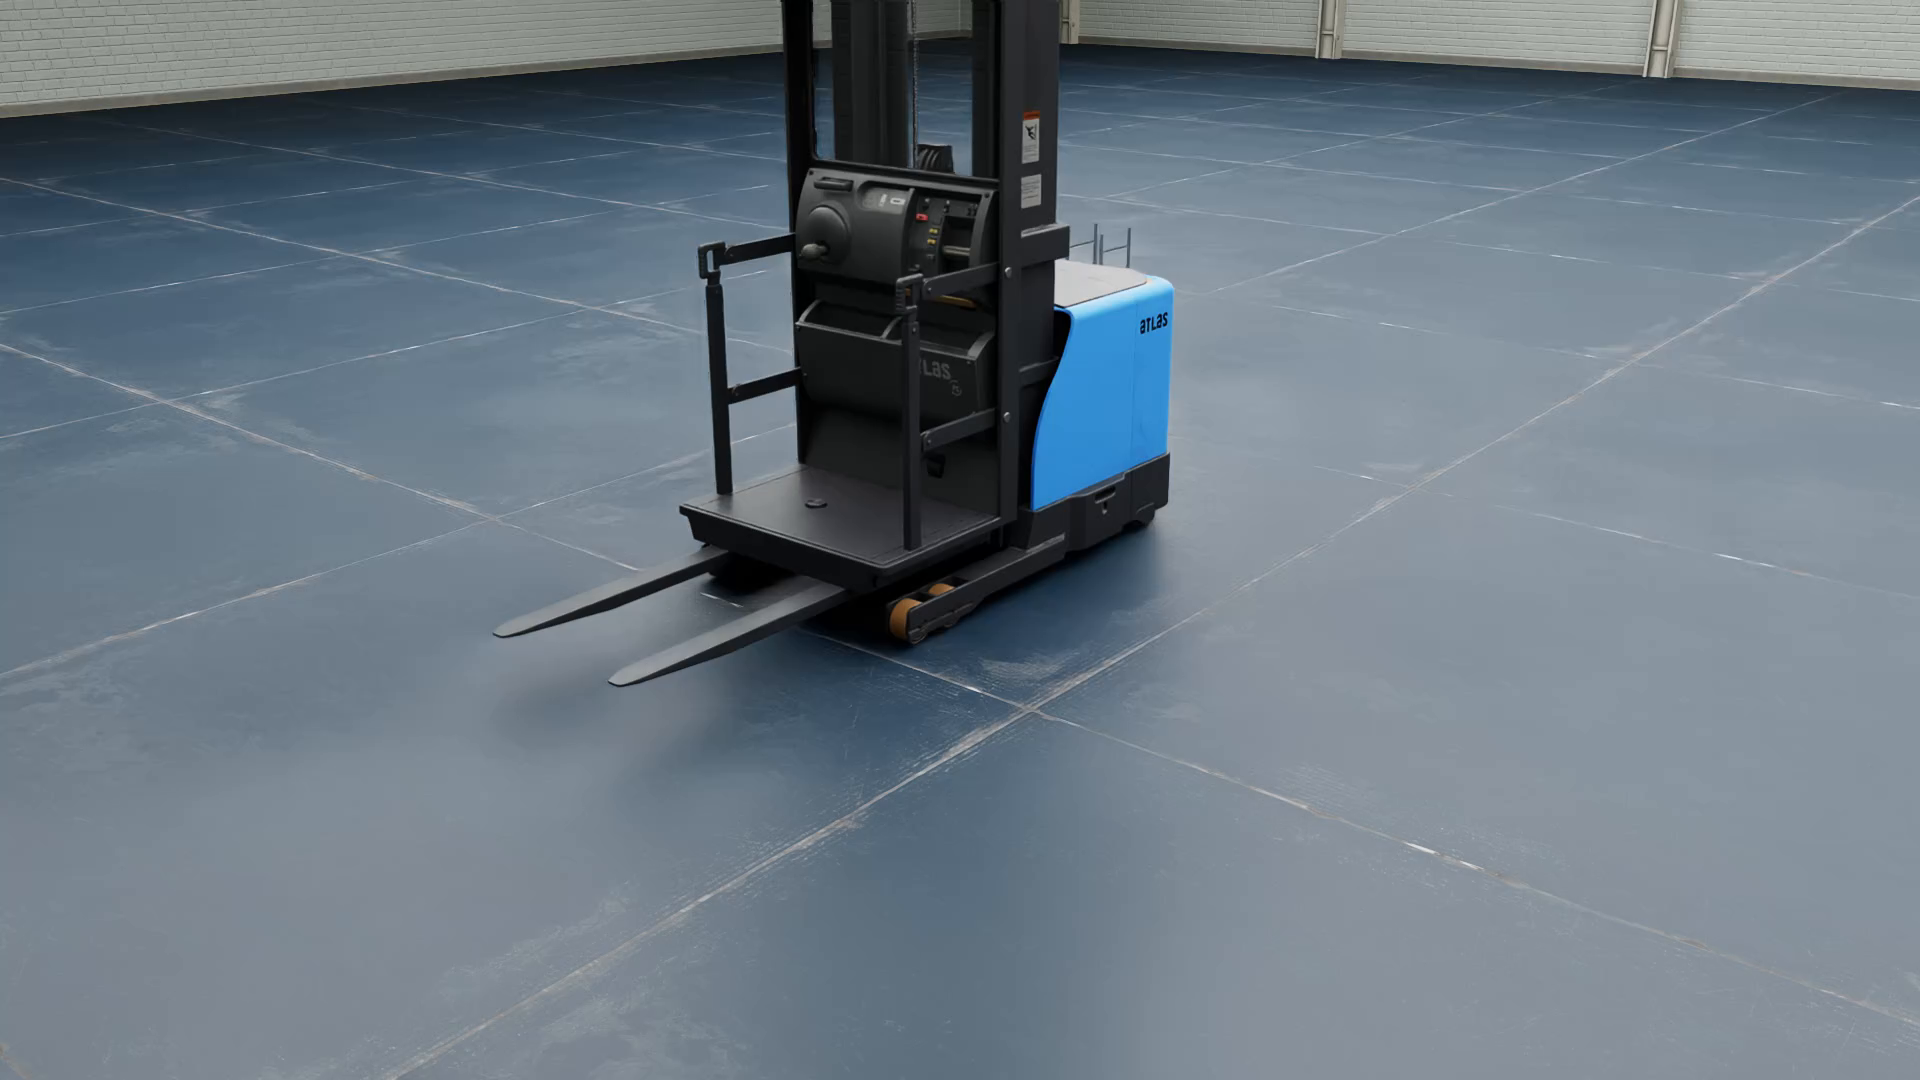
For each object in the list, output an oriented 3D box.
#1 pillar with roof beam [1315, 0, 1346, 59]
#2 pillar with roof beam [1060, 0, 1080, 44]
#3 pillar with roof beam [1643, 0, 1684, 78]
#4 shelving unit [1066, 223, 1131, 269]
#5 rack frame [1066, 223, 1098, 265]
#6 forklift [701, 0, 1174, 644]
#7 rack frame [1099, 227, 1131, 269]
[{"bbox_3d":[4.148,-12.020,26.289,0.400,9.000,9.100,16,26,36],"label":"pillar with roof beam"},{"bbox_3d":[-0.501,-13.359,29.839,0.400,9.000,9.100,16,26,36],"label":"pillar with roof beam"},{"bbox_3d":[8.796,-10.681,22.739,0.400,9.000,9.100,16,26,36],"label":"pillar with roof beam"},{"bbox_3d":[0.625,-0.840,7.696,0.189,1.200,0.258,16,26,36],"label":"shelving unit"},{"bbox_3d":[0.554,-0.861,7.750,0.006,1.200,0.240,16,26,36],"label":"rack frame"},{"bbox_3d":[-0.391,-1.186,6.158,1.130,2.935,3.031,16,26,36],"label":"forklift"},{"bbox_3d":[0.696,-0.820,7.642,0.006,1.200,0.240,16,26,36],"label":"rack frame"}]
